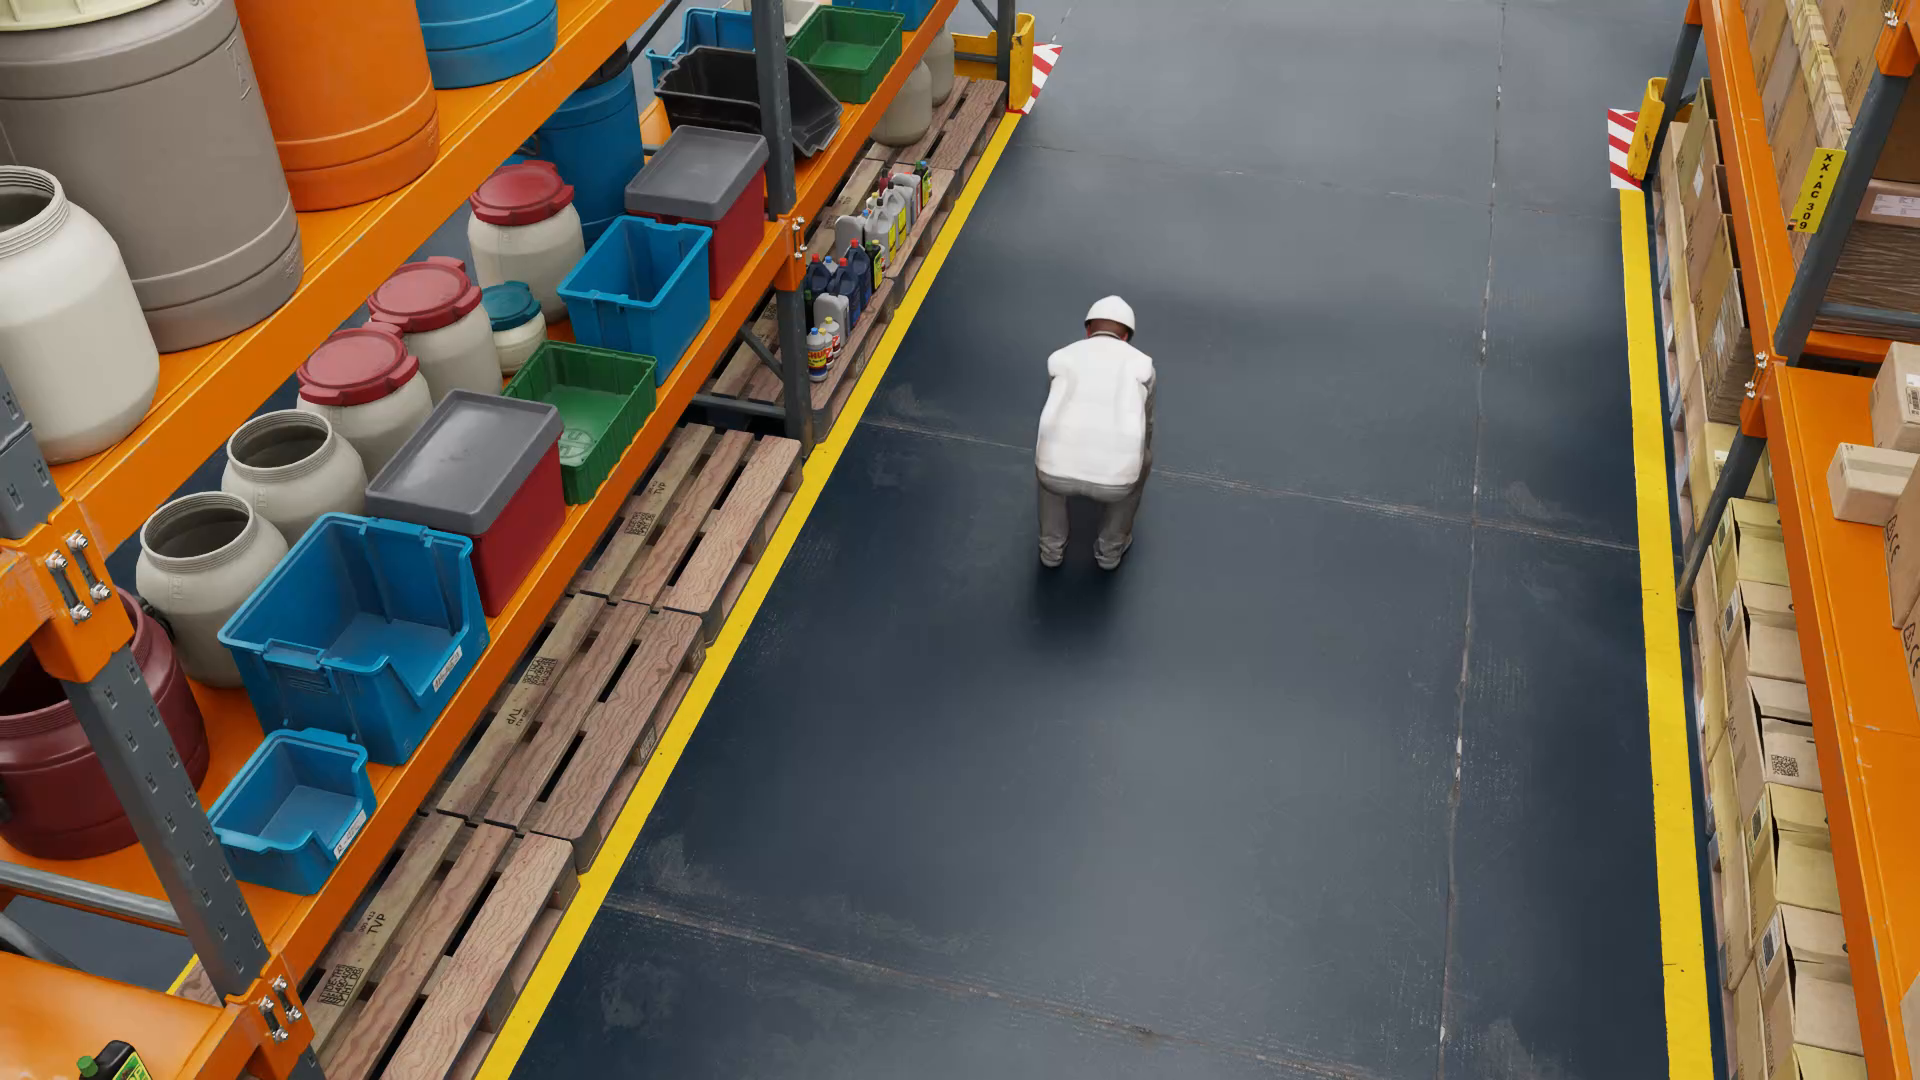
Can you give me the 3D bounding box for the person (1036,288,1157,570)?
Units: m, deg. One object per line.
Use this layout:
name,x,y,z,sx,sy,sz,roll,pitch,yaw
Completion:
person,0.589,-0.444,7.236,0.508,1.012,0.997,8,41,9
